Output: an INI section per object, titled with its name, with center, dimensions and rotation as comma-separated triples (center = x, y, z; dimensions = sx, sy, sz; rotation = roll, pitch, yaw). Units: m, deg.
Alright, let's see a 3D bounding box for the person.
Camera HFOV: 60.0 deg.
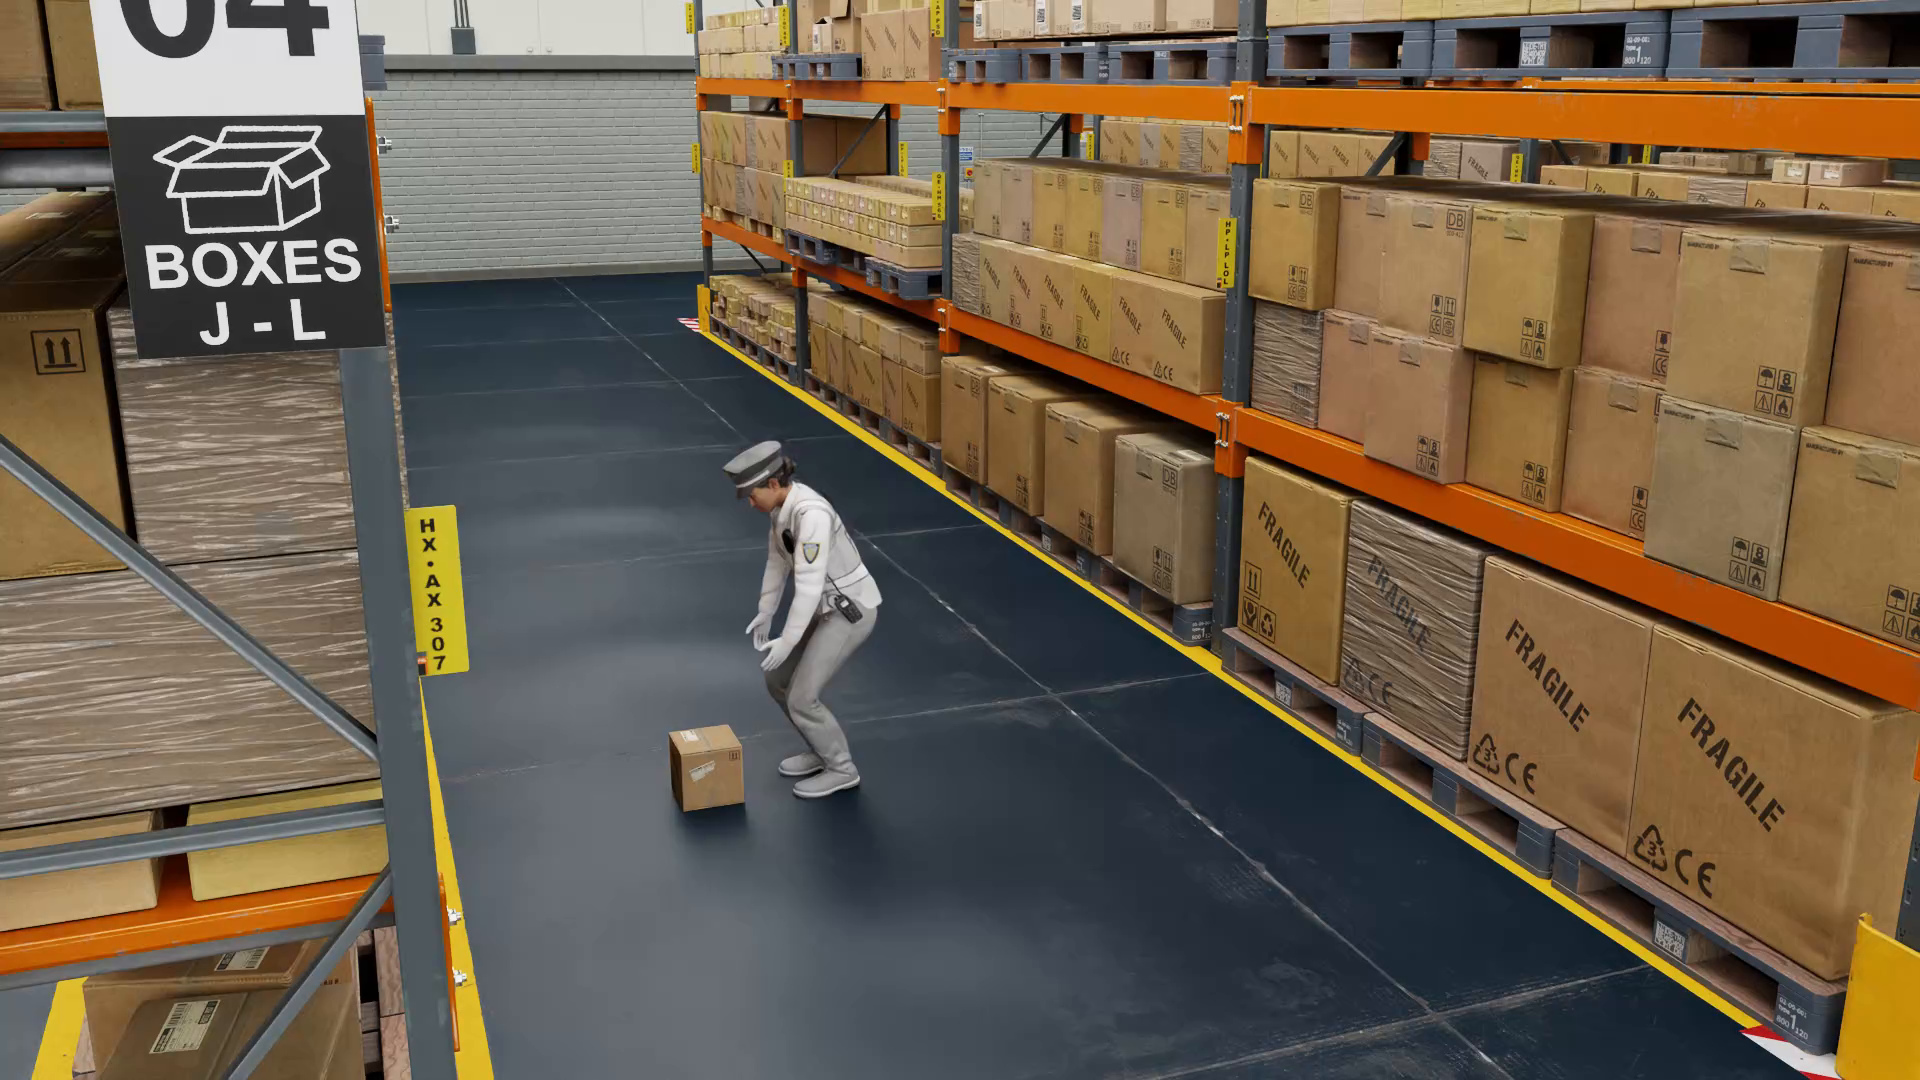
[person]
center = -0.630, 0.316, 6.768
dimensions = 0.634, 1.479, 0.531
rotation = -6, 17, -20
